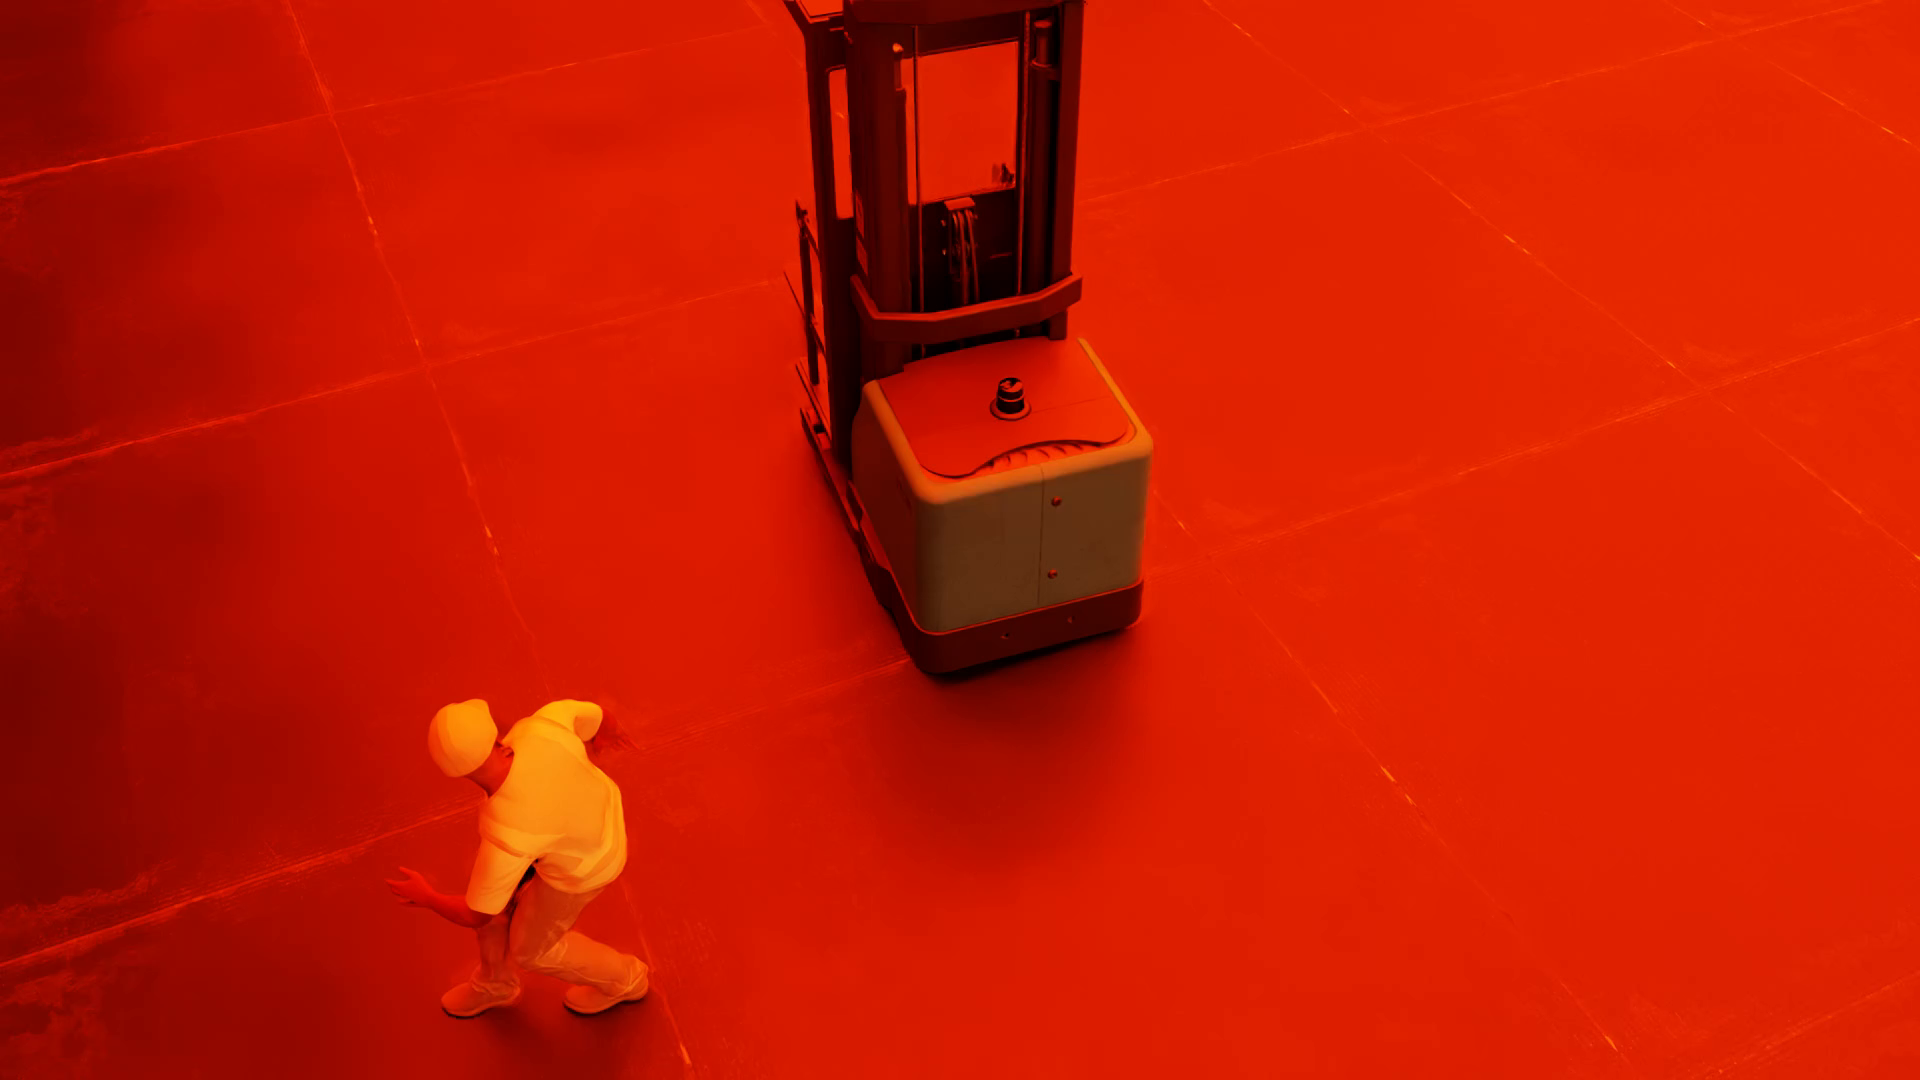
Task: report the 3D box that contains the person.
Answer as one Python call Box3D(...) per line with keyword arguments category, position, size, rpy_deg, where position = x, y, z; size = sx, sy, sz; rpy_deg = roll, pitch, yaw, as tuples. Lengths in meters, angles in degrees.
Box3D(category="person", position=(-1.498, 1.012, 5.600), size=(0.822, 1.583, 0.806), rpy_deg=(-5, 43, -5))

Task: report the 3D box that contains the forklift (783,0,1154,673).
Box3D(category="forklift", position=(-0.156, -1.522, 7.311), size=(1.130, 2.935, 3.031), rpy_deg=(-13, 45, -14))
